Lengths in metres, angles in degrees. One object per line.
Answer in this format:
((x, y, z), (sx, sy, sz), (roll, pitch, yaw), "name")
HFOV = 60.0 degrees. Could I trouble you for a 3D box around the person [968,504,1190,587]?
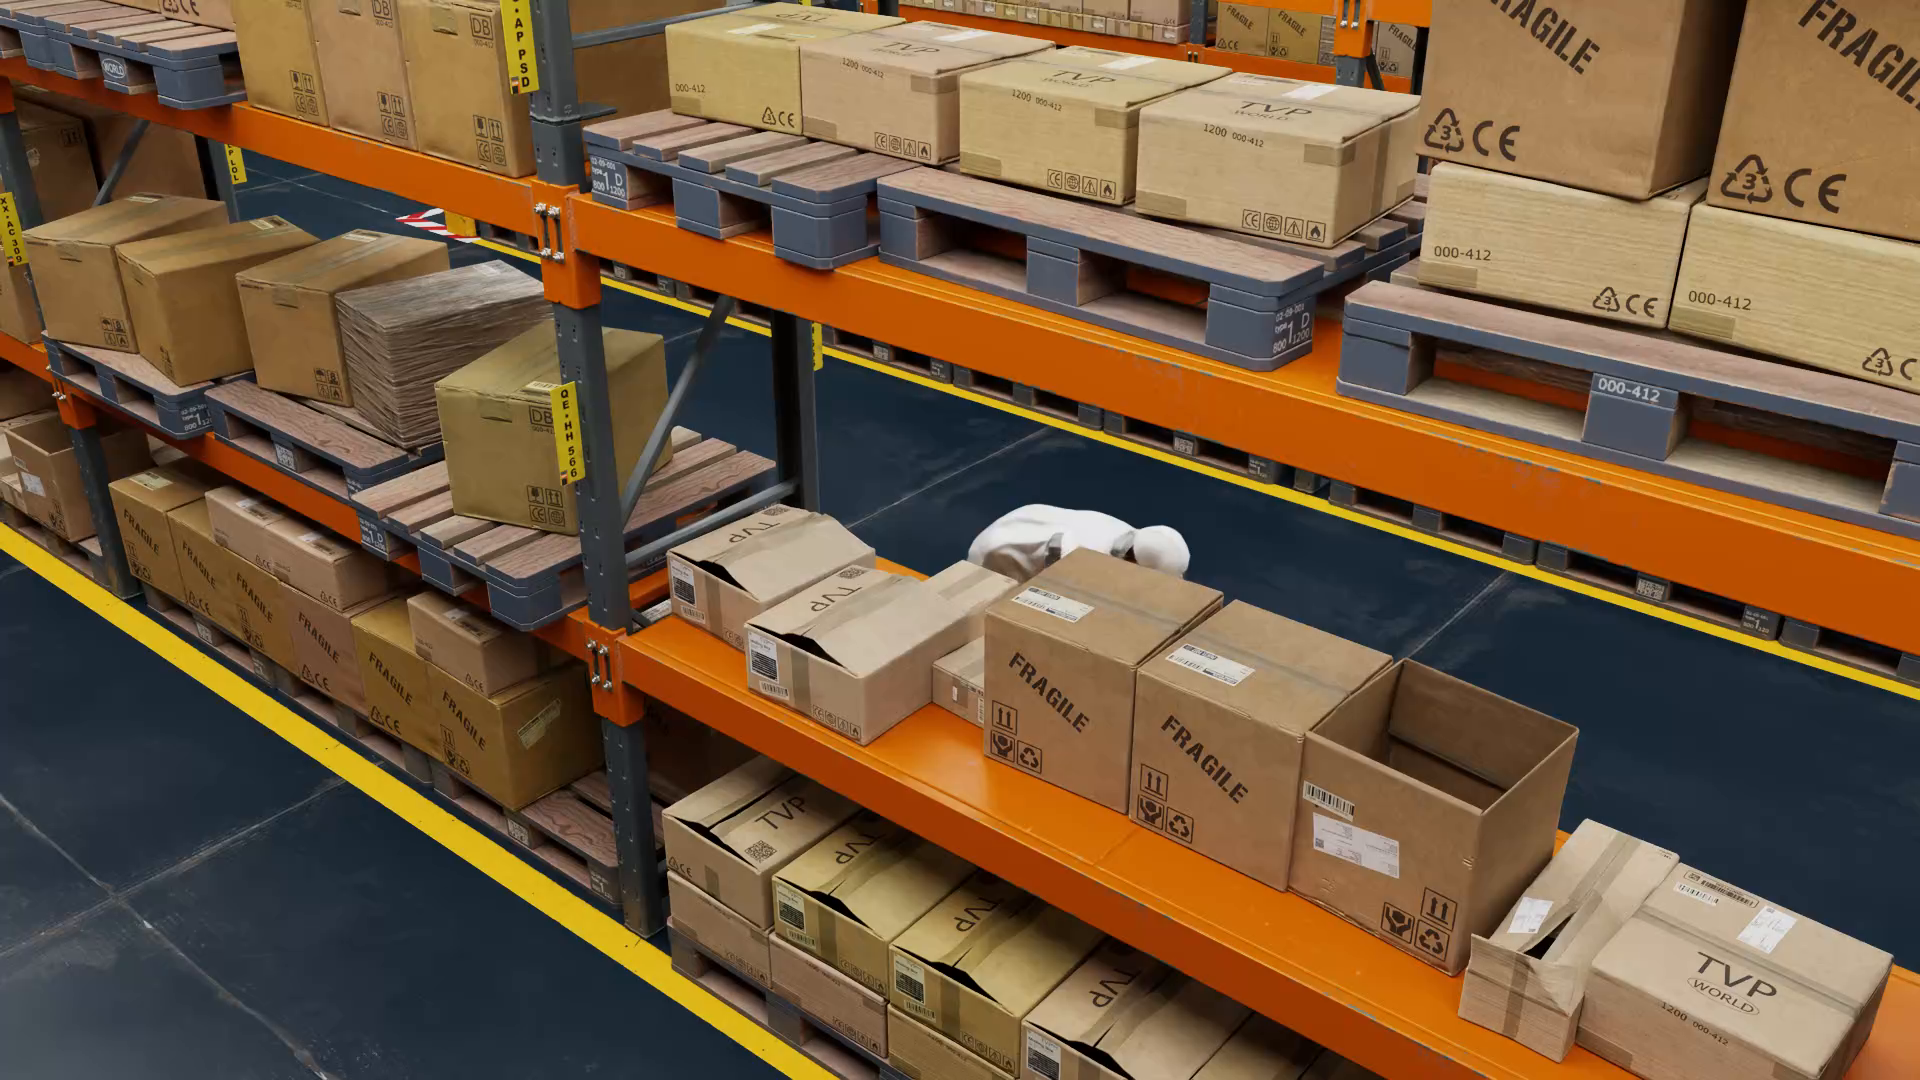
((0.489, 0.389, 6.957), (0.980, 1.203, 0.483), (19, 33, 33), "person")
